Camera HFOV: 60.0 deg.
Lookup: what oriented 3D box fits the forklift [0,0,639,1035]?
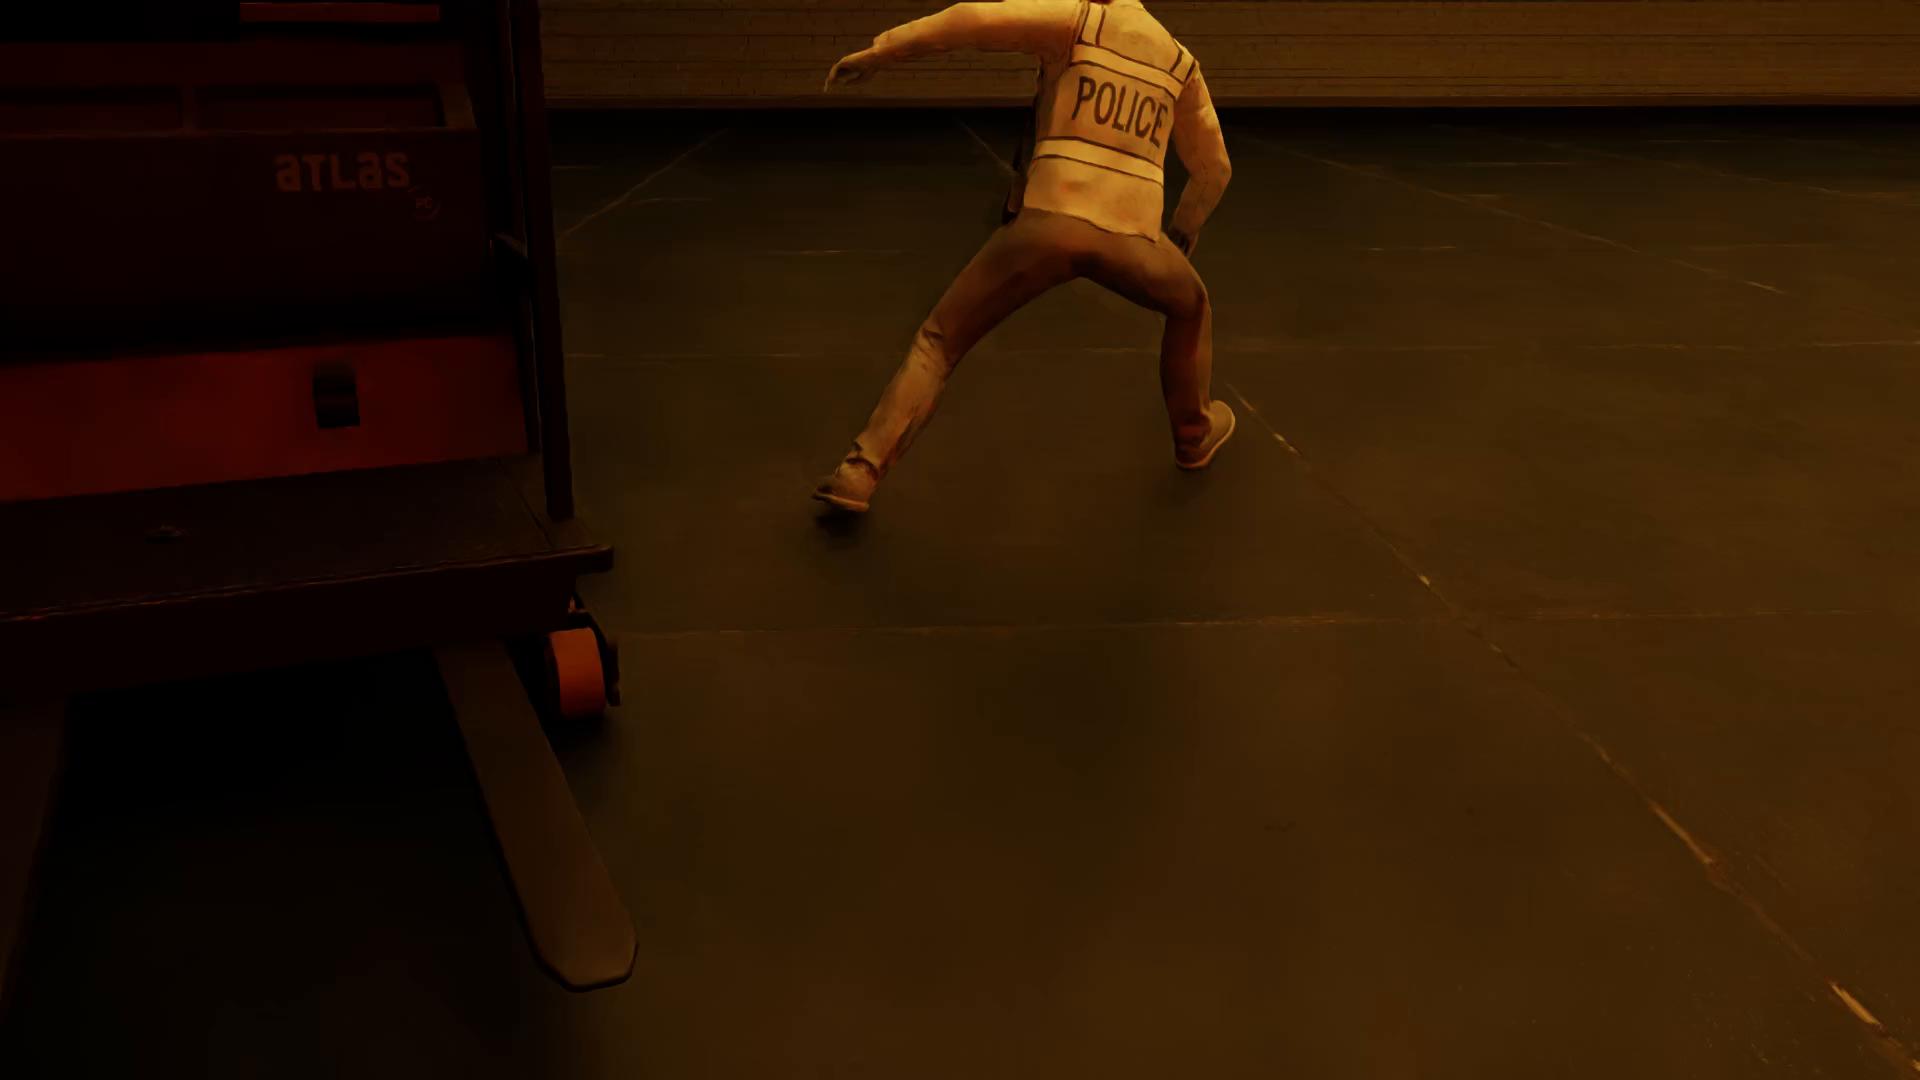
[{"bbox_3d":[-1.236,-1.112,2.543,1.130,2.935,3.031,-7,18,-22],"label":"forklift"}]

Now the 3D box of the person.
[{"bbox_3d":[0.218,-0.793,4.157,1.232,1.393,0.727,-3,17,-9],"label":"person"}]
